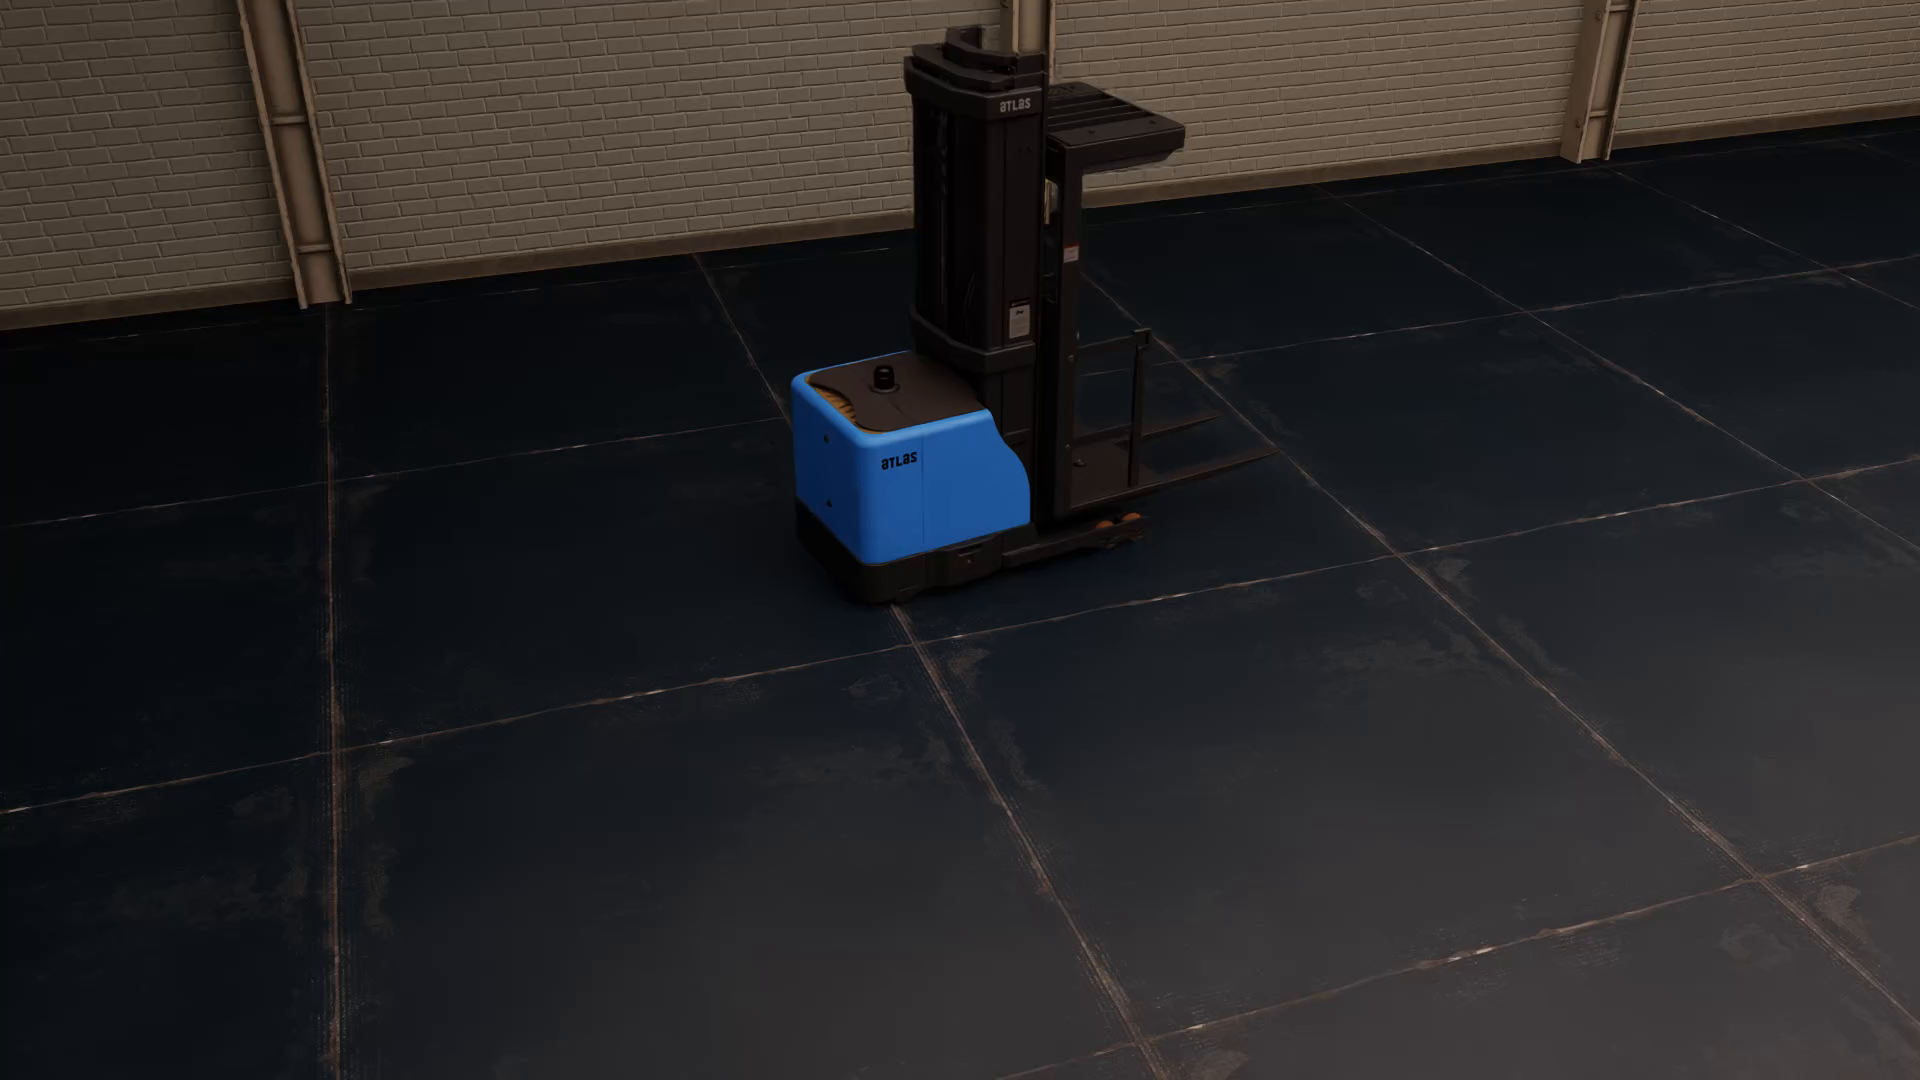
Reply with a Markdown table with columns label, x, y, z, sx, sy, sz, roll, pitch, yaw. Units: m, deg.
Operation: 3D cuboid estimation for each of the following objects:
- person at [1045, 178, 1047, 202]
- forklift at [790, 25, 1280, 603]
| label | x | y | z | sx | sy | sz | roll | pitch | yaw |
| --- | --- | --- | --- | --- | --- | --- | --- | --- | --- |
| person | 0.492 | -2.367 | 12.369 | 0.382 | 1.771 | 0.552 | 0 | 30 | -1 |
| forklift | 0.554 | -1.432 | 9.576 | 3.031 | 2.935 | 1.130 | -15 | 33 | -25 |
